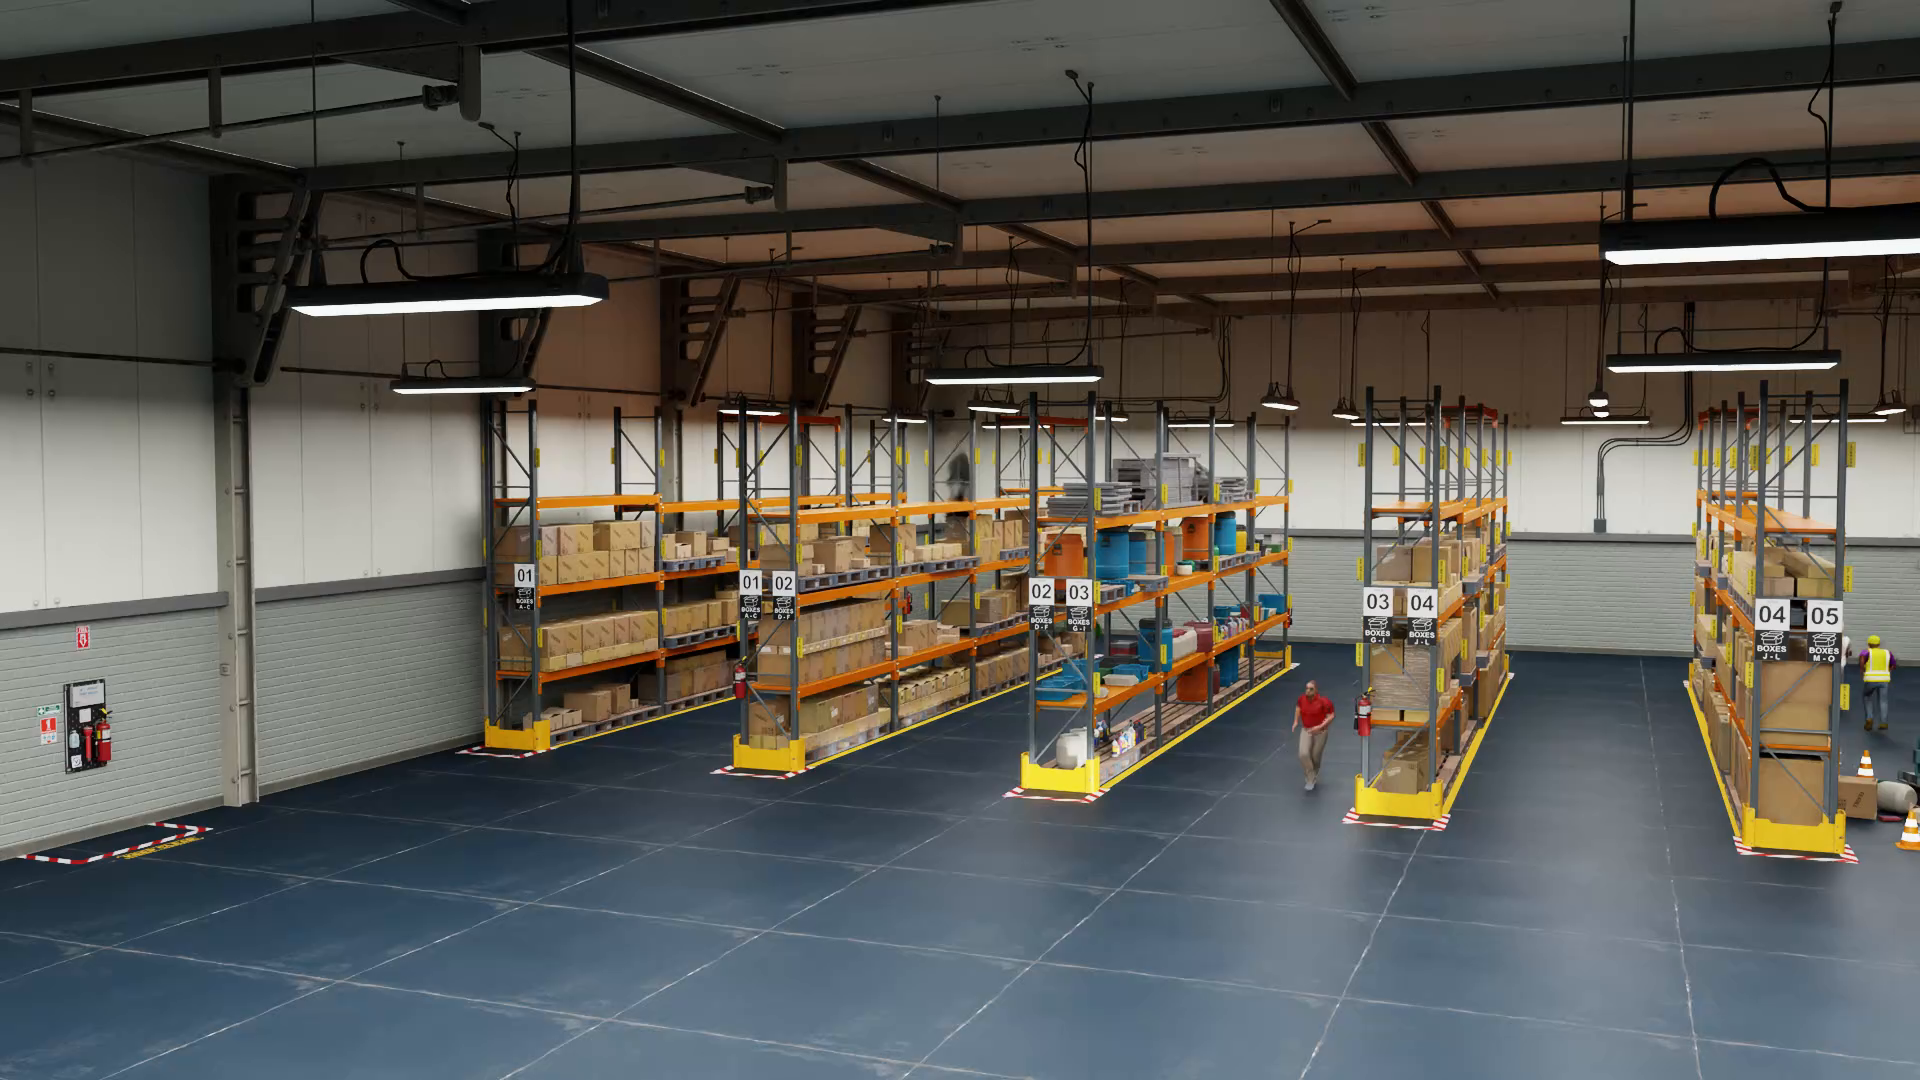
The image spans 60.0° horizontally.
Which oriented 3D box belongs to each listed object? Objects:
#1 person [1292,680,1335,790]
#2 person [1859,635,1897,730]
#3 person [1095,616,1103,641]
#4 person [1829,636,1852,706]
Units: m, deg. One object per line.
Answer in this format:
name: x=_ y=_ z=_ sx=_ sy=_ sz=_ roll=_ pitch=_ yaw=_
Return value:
person: x=5.428 y=2.953 z=25.344 sx=0.665 sy=1.703 sz=0.797 roll=2 pitch=3 yaw=28
person: x=16.726 y=2.648 z=30.316 sx=0.689 sy=1.776 sz=0.953 roll=1 pitch=3 yaw=17
person: x=3.350 y=2.039 z=42.532 sx=0.565 sy=1.760 sz=0.706 roll=1 pitch=3 yaw=15
person: x=17.435 y=2.486 z=33.240 sx=0.677 sy=1.731 sz=0.671 roll=0 pitch=3 yaw=9
